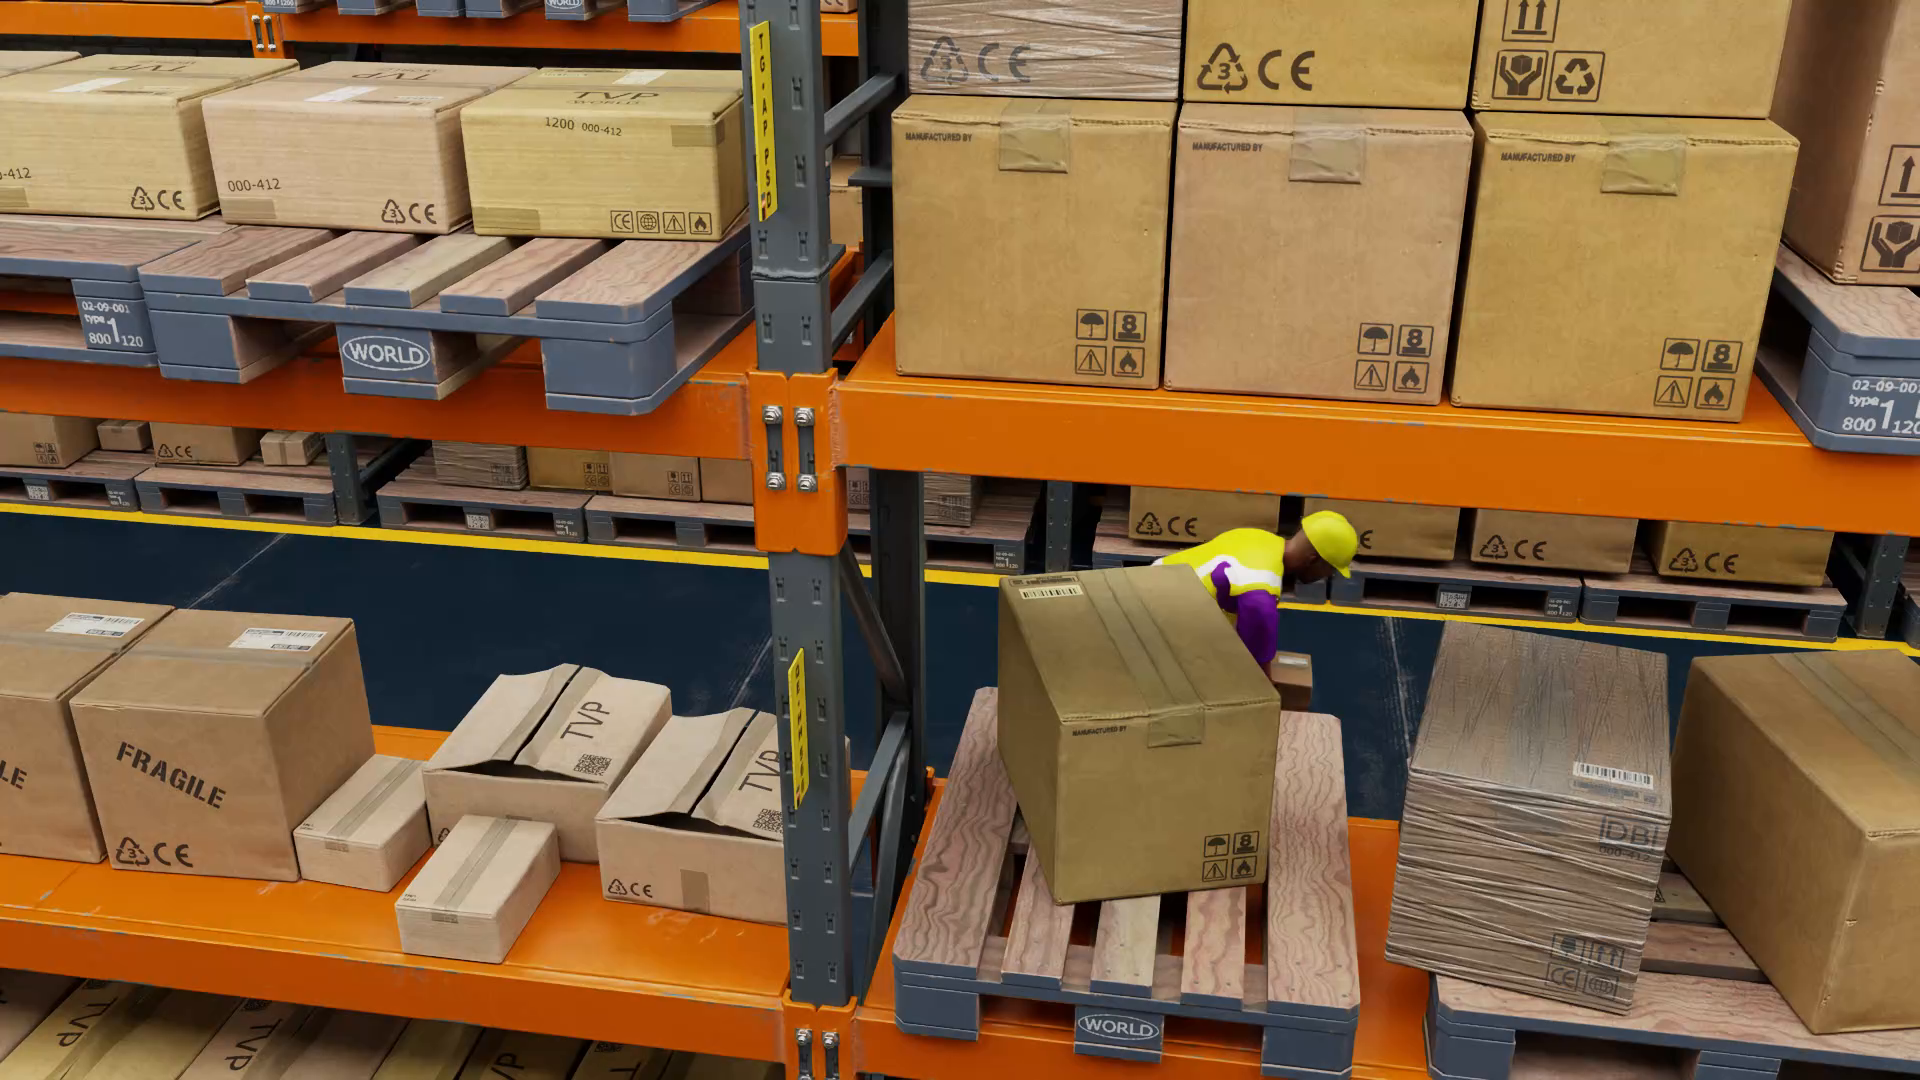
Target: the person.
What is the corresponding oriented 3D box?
[{"bbox_3d":[1.028,0.504,6.448,0.898,1.376,0.490,3,25,7],"label":"person"}]
